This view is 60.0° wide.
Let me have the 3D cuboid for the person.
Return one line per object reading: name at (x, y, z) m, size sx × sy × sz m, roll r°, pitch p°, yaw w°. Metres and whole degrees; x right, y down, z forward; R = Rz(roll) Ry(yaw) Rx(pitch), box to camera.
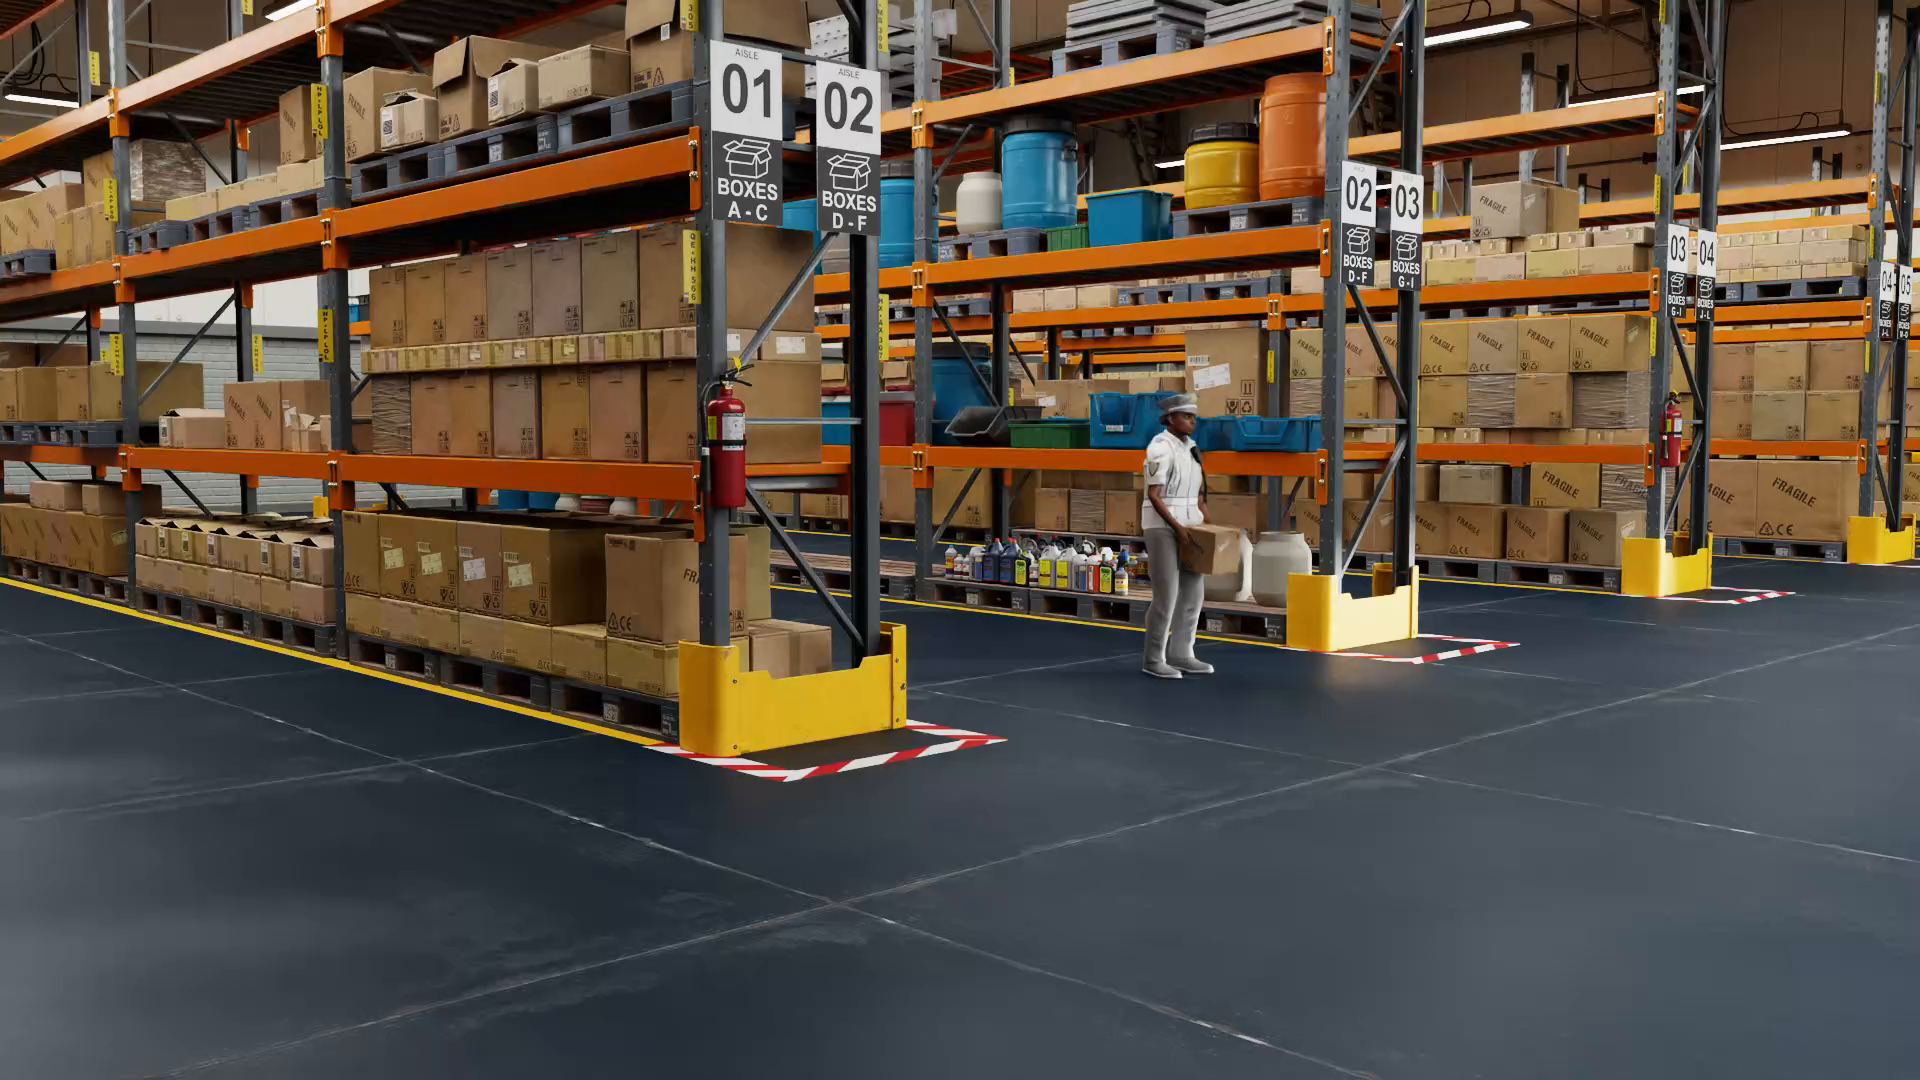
person at (1.303, -0.036, 9.898) m, size 0.481 × 1.682 × 0.415 m, roll -4°, pitch 6°, yaw -45°
